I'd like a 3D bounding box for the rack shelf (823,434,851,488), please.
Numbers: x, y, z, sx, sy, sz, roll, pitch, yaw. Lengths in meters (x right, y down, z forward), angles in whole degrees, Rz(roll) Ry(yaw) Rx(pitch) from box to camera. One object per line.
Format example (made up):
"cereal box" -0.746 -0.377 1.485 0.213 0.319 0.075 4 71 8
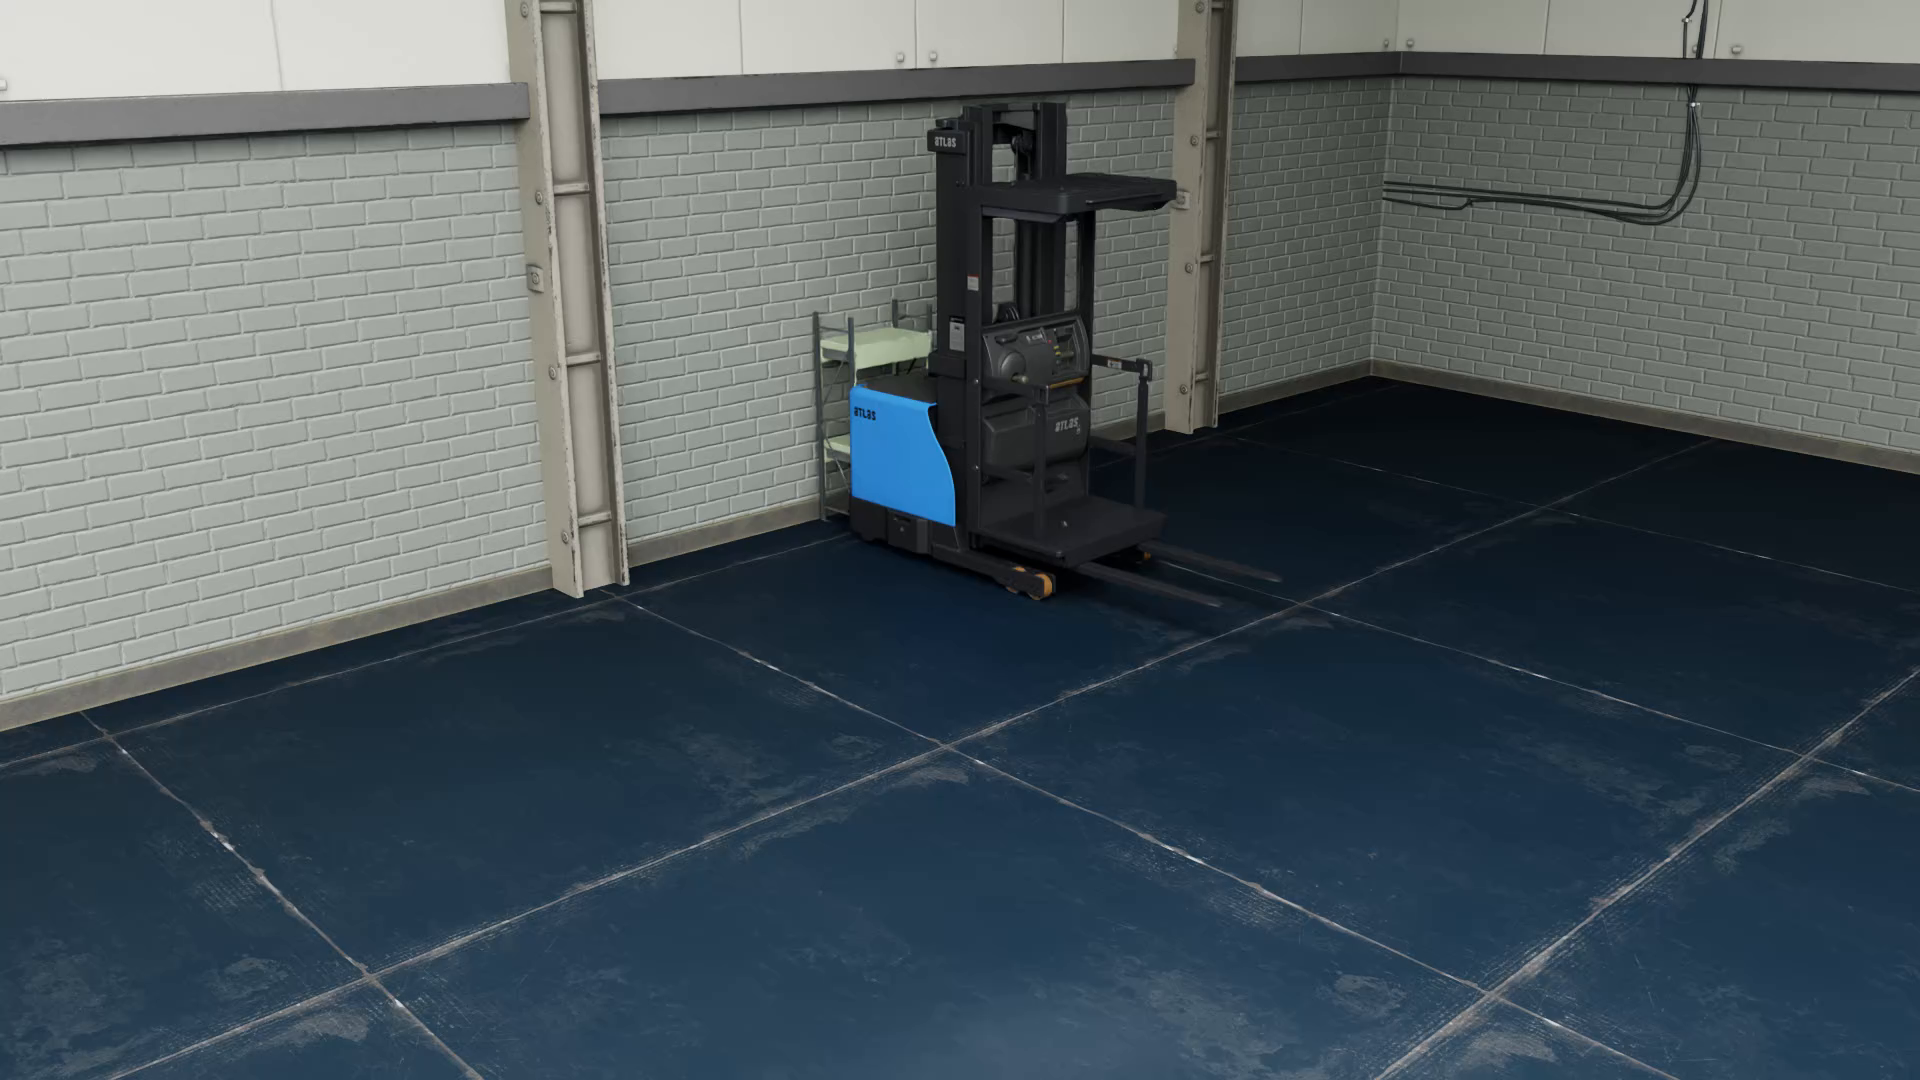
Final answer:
"rack shelf" -0.592 -0.587 11.901 0.720 0.370 0.431 -17 23 -42

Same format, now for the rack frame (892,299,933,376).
"rack frame" -0.334 -0.977 12.049 0.023 1.500 0.400 -16 23 -42

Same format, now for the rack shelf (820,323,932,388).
"rack shelf" -0.600 -1.272 11.691 0.720 0.370 0.431 -17 23 -42

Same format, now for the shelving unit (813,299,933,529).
"shelving unit" -0.596 -0.899 11.805 0.755 1.500 0.431 -17 23 -42

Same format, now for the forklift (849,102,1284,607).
"forklift" 0.641 -1.201 10.436 3.031 2.935 1.130 17 24 42

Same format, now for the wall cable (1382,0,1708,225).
"wall cable" 5.056 -4.116 14.622 0.112 2.526 3.097 -16 24 -41

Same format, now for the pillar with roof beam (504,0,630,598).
"pillar with roof beam" 0.605 -3.029 6.235 0.400 9.000 9.100 -16 24 -41

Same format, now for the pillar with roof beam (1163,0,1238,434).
"pillar with roof beam" 4.964 -4.300 10.156 0.400 9.000 9.100 -16 24 -41

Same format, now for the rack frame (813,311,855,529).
"rack frame" -0.858 -0.822 11.561 0.023 1.500 0.400 -16 23 -42
